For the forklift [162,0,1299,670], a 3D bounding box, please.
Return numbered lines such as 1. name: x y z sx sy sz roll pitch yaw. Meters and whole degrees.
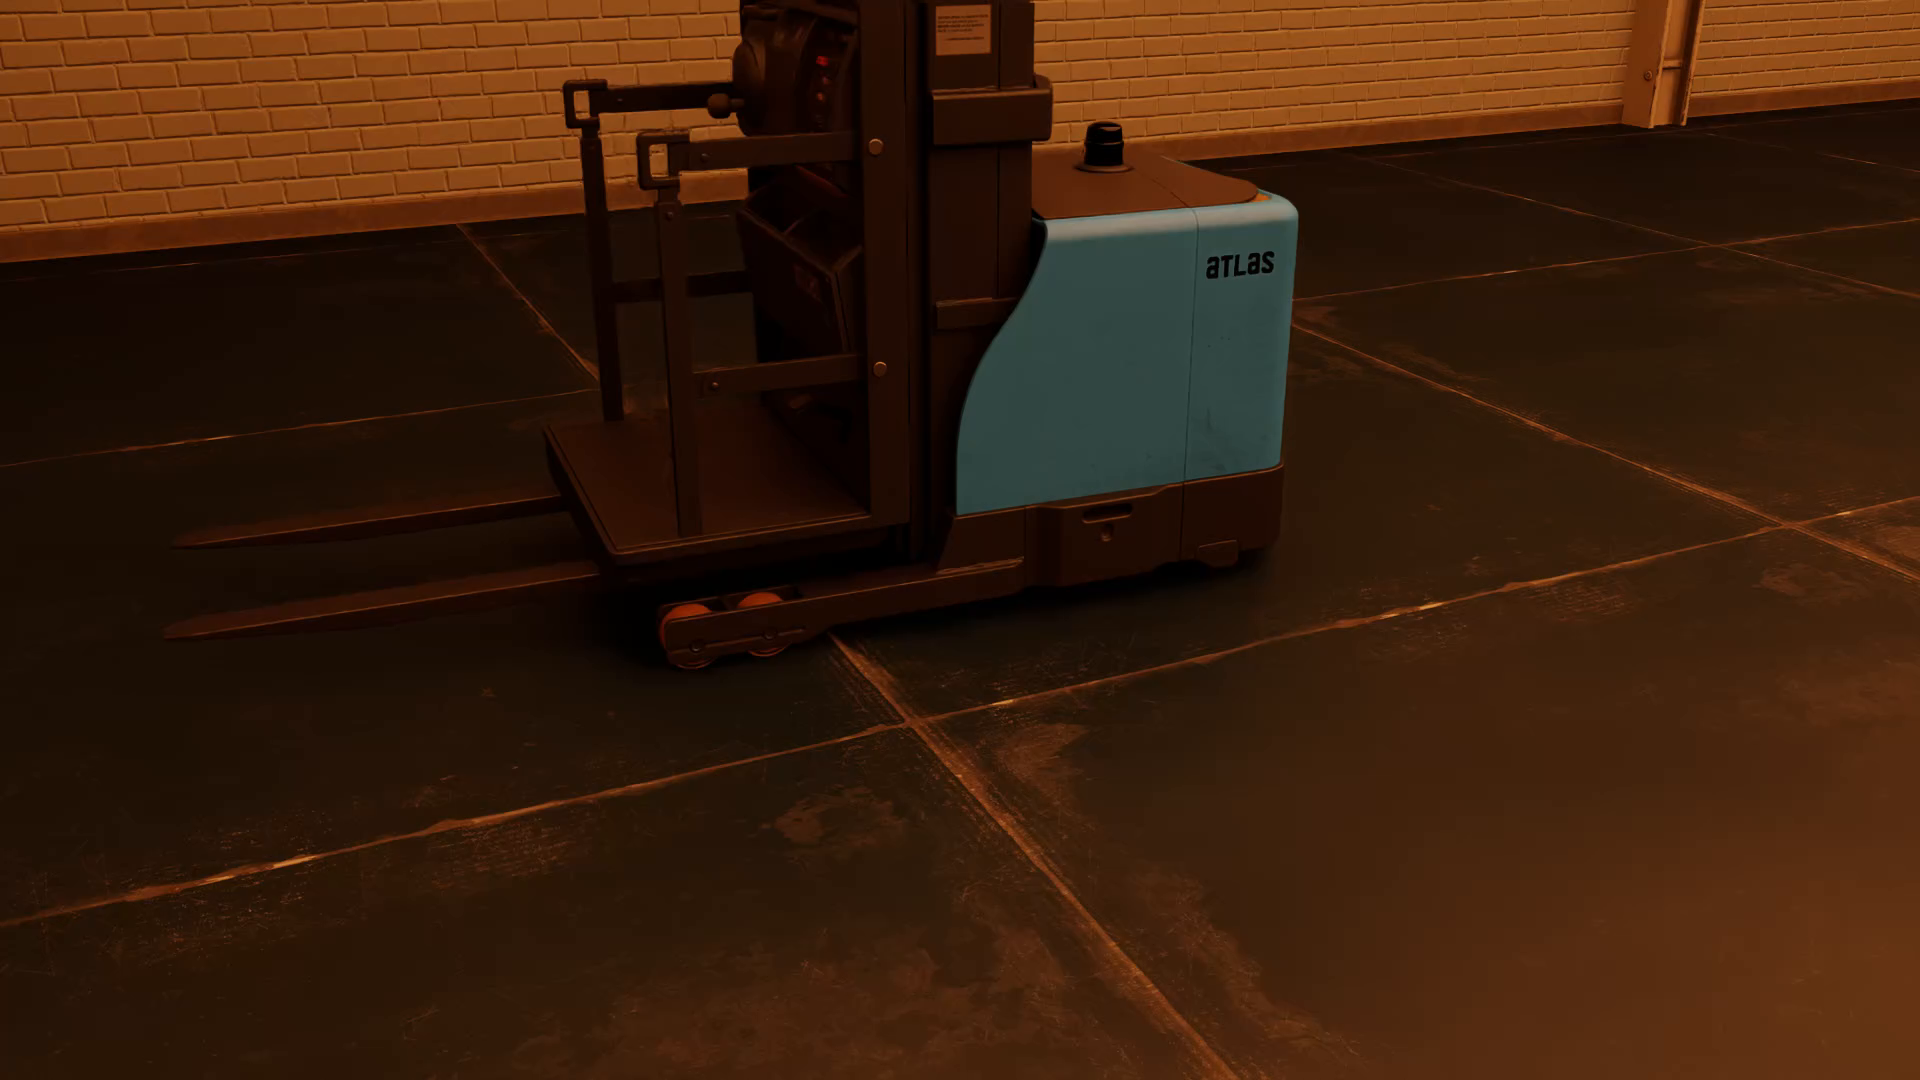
1. forklift: -0.621 -1.248 4.291 3.031 2.935 1.130 -9 24 -20
